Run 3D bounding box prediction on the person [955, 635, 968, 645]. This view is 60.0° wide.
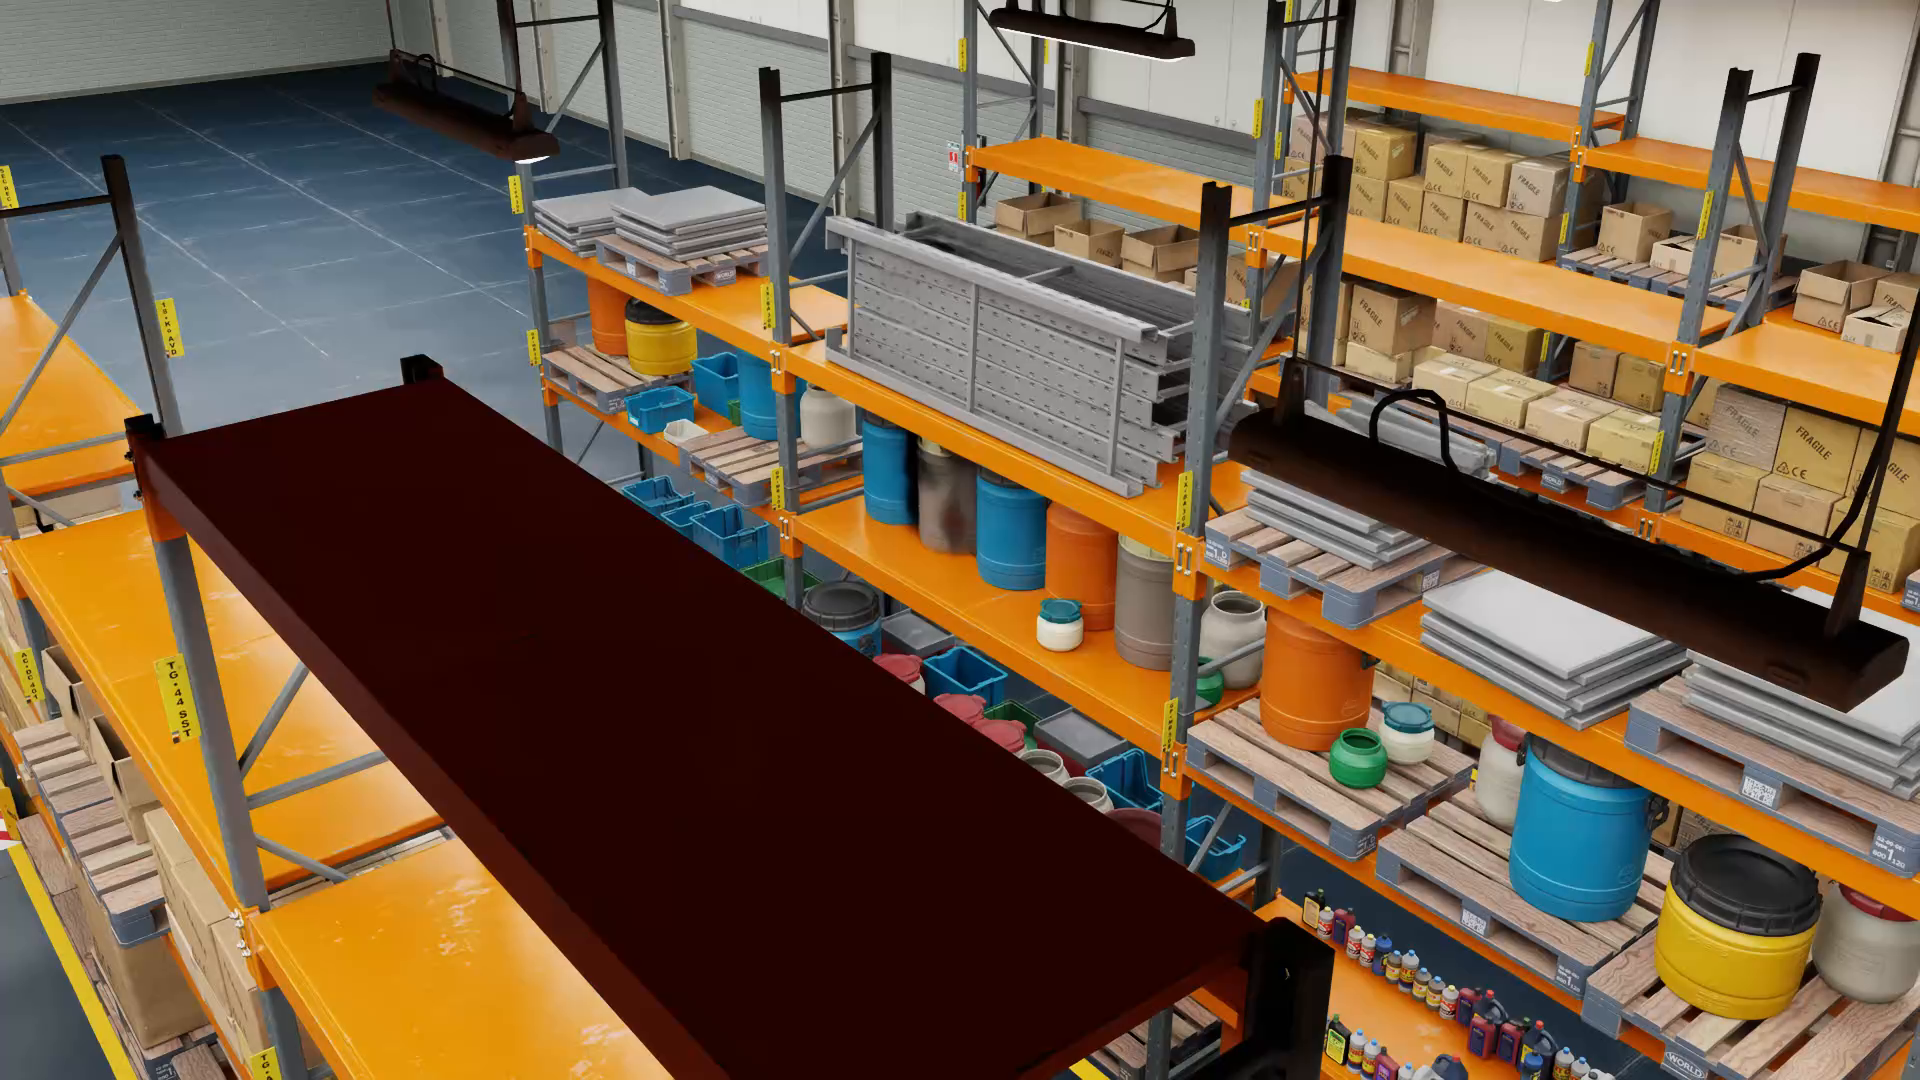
[{"bbox_3d":[0.180,0.303,15.793,0.809,1.625,0.560,8,27,16],"label":"person"}]

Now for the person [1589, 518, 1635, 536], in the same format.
[{"bbox_3d":[6.309,0.190,15.919,0.583,1.737,0.744,-19,32,-33],"label":"person"}]

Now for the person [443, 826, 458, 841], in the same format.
[{"bbox_3d":[-3.168,2.492,11.071,0.602,1.719,0.872,-8,27,-16],"label":"person"}]
